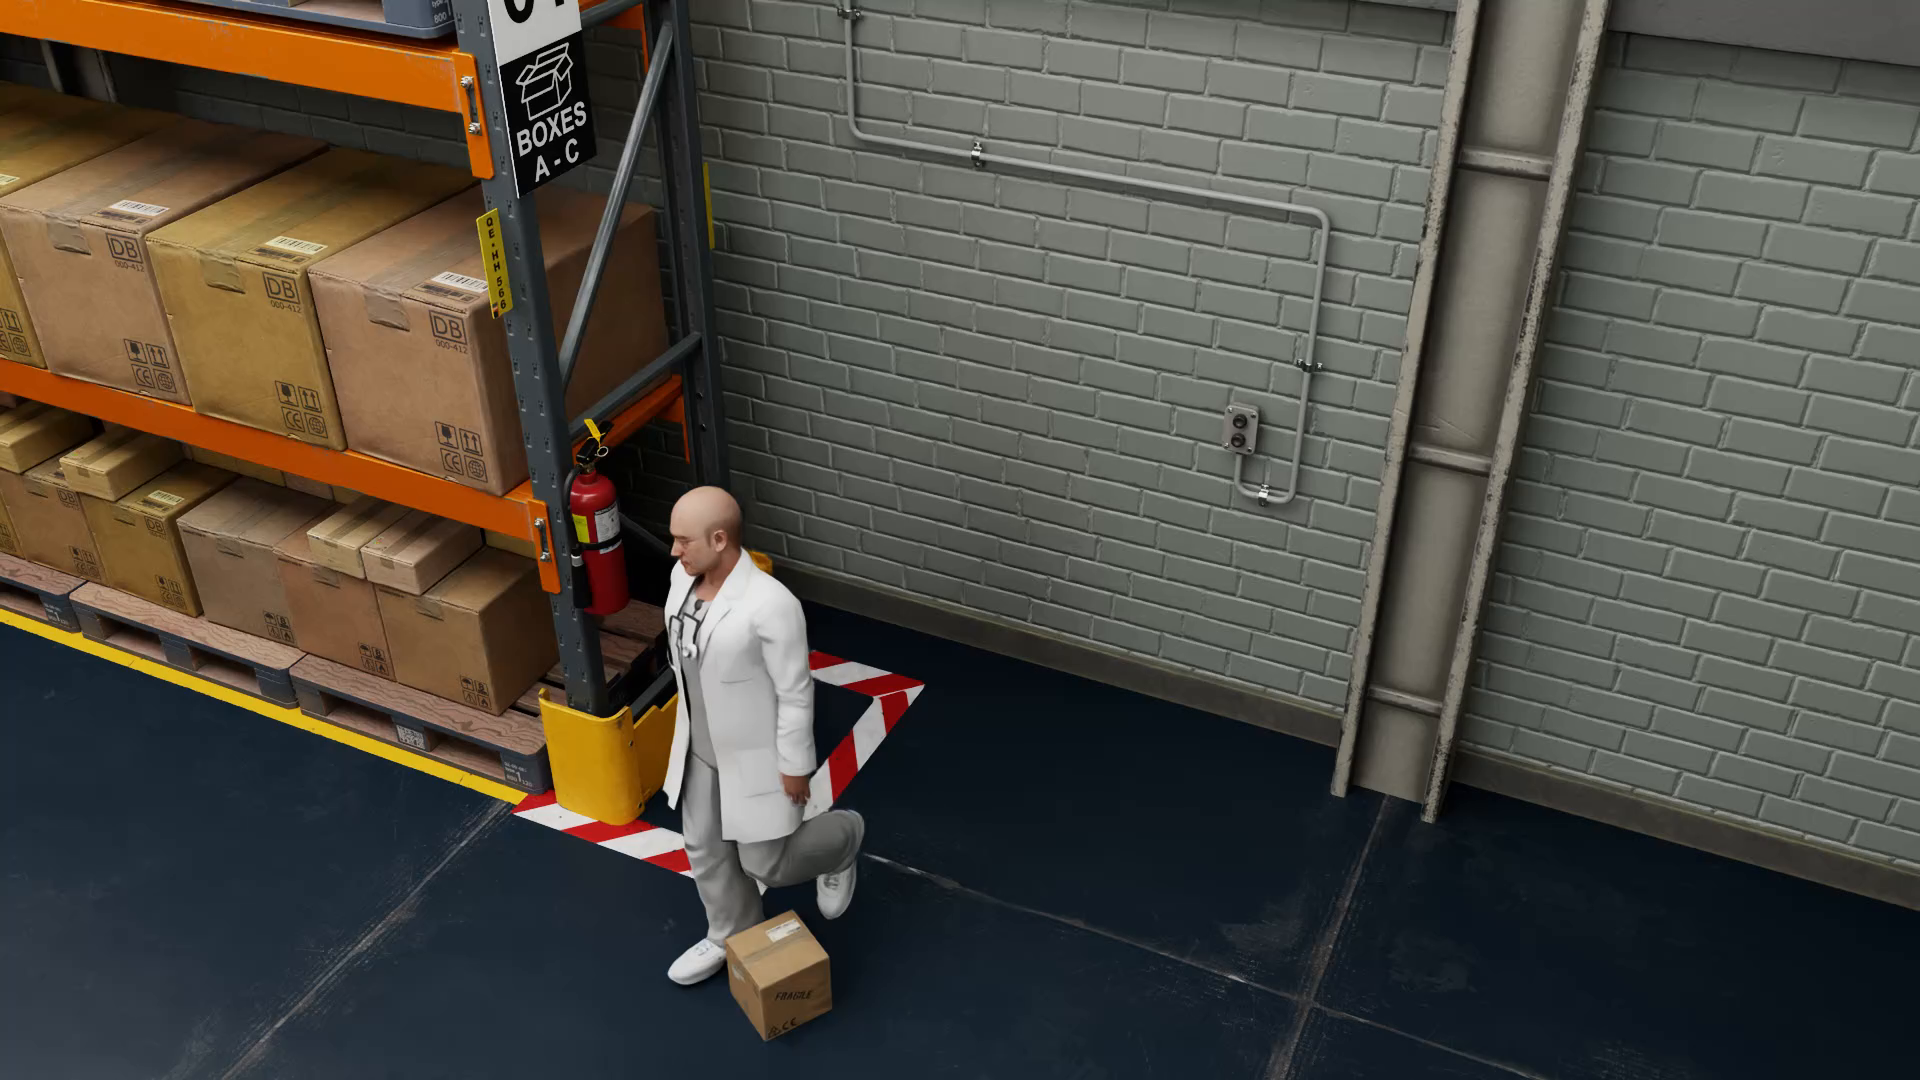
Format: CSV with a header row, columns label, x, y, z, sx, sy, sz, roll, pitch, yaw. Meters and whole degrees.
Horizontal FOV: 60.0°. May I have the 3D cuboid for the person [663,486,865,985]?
label,x,y,z,sx,sy,sz,roll,pitch,yaw
person,-0.649,0.605,5.216,0.591,1.754,0.778,26,42,34
